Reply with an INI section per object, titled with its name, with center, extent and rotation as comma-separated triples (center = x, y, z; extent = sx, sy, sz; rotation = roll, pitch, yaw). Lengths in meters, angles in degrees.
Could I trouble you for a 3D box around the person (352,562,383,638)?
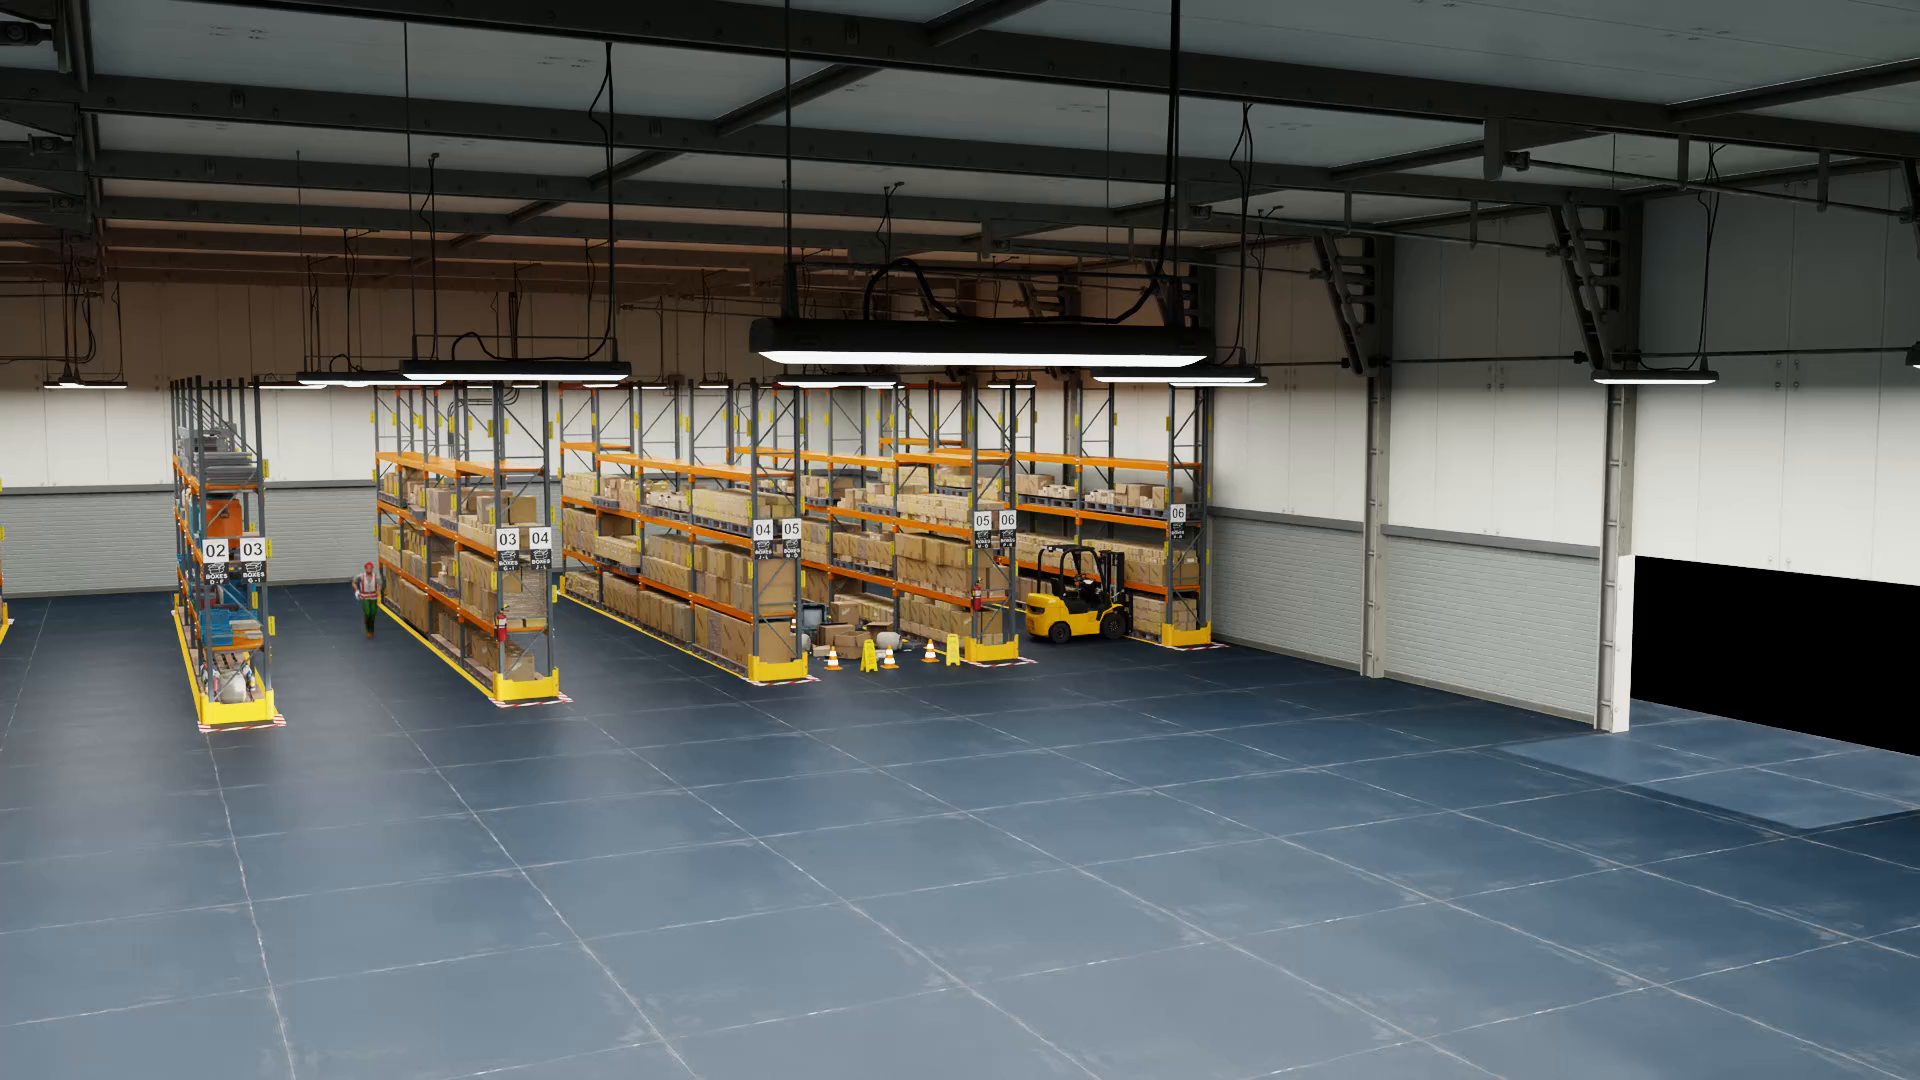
[person]
center = -13.790, 1.402, 38.784
extent = 0.656, 1.794, 0.769
rotation = -3, 6, -29
